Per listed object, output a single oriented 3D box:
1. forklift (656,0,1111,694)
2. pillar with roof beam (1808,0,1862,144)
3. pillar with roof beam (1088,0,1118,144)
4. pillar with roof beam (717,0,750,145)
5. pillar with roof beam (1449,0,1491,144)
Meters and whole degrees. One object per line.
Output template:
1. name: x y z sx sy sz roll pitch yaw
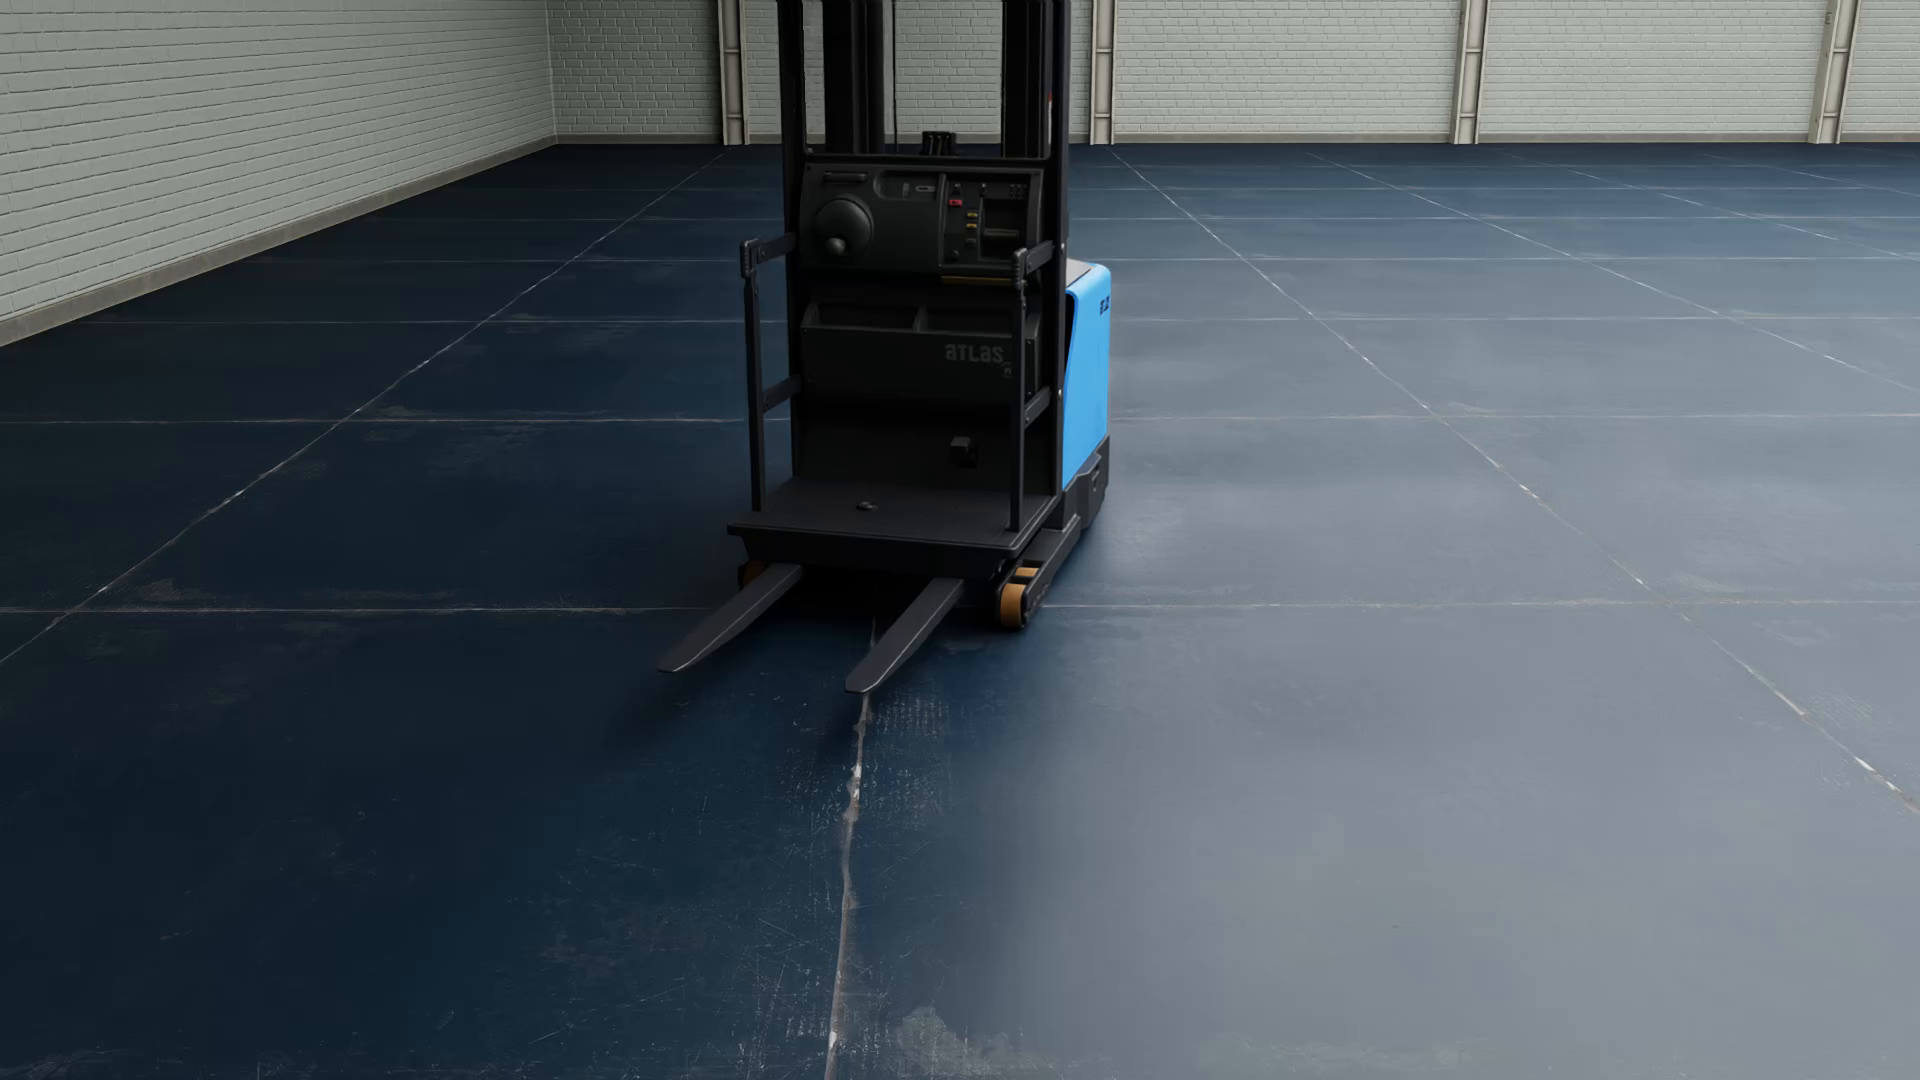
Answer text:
1. forklift: -0.205 -1.205 6.006 1.130 2.935 3.031 5 18 15
2. pillar with roof beam: 14.395 -9.565 22.133 0.400 9.000 9.100 0 18 -1
3. pillar with roof beam: 2.396 -9.507 21.953 0.400 9.000 9.100 0 18 -1
4. pillar with roof beam: -3.603 -9.478 21.863 0.400 9.000 9.100 0 18 -1
5. pillar with roof beam: 8.396 -9.536 22.043 0.400 9.000 9.100 0 18 -1
